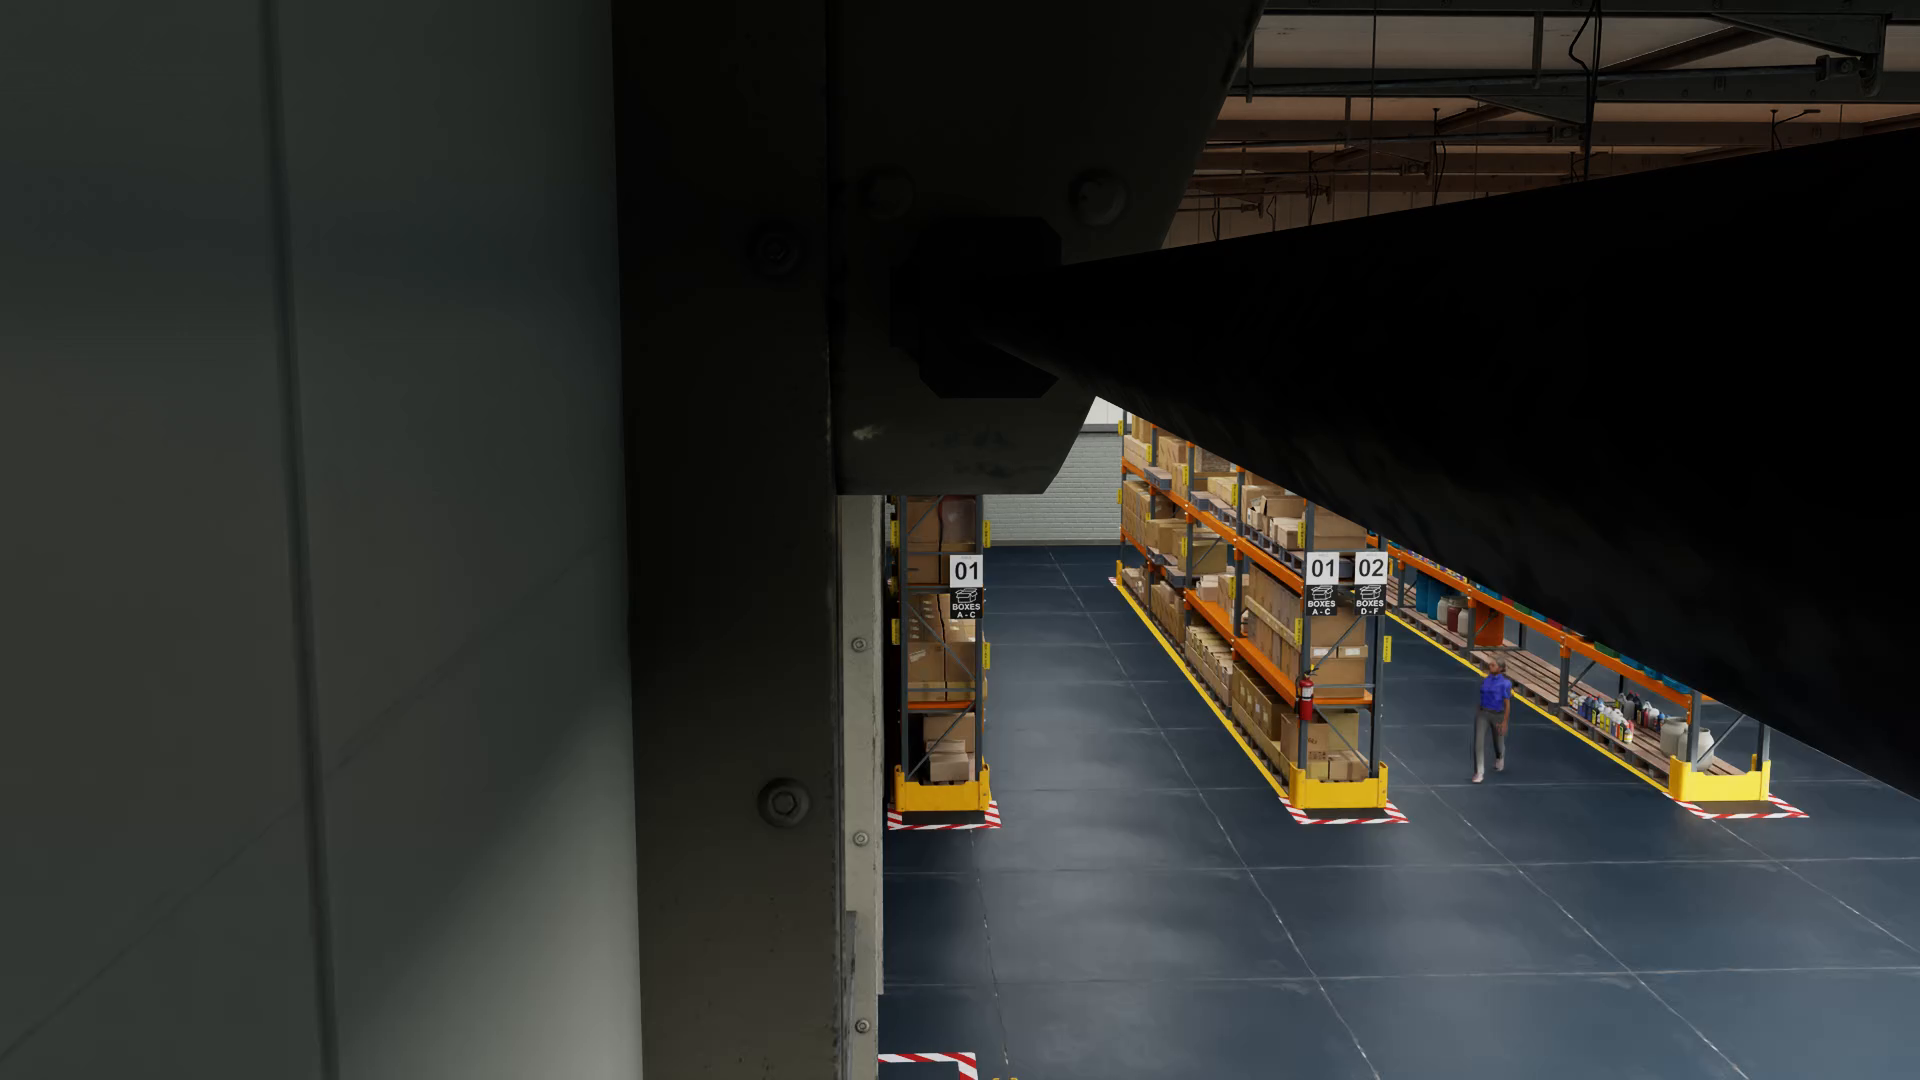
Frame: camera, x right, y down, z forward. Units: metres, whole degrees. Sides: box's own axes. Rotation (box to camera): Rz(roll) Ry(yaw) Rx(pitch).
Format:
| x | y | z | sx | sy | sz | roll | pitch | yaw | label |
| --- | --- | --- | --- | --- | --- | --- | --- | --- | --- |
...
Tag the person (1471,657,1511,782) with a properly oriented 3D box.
| x | y | z | sx | sy | sz | roll | pitch | yaw | label |
| --- | --- | --- | --- | --- | --- | --- | --- | --- | --- |
| 6.971 | 2.331 | 21.795 | 0.470 | 1.592 | 0.832 | 4 | 9 | 25 | person |
